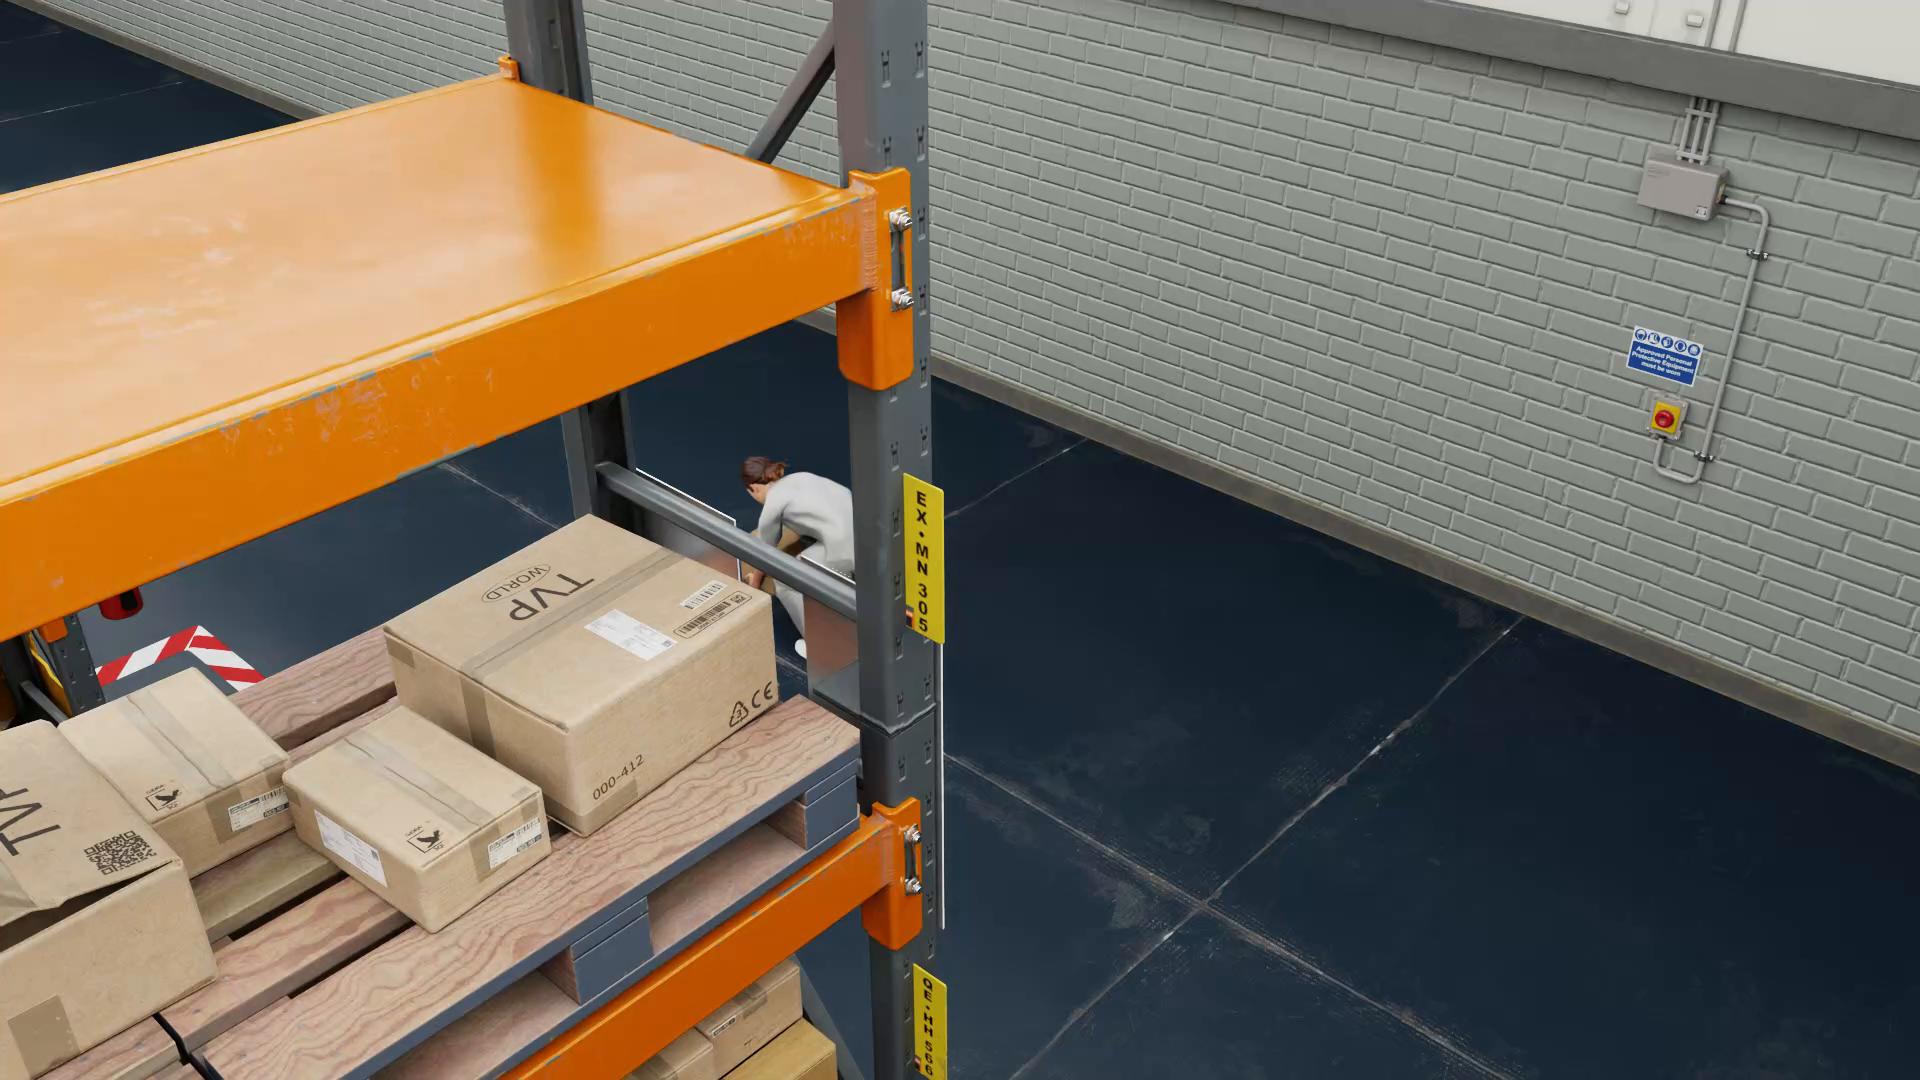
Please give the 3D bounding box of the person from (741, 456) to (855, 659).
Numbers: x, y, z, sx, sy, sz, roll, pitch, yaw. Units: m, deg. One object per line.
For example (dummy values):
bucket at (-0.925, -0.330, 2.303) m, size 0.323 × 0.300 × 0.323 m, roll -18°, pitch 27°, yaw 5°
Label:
person at (-0.770, 0.091, 8.488) m, size 0.866 × 0.995 × 0.466 m, roll 23°, pitch 38°, yaw 33°
